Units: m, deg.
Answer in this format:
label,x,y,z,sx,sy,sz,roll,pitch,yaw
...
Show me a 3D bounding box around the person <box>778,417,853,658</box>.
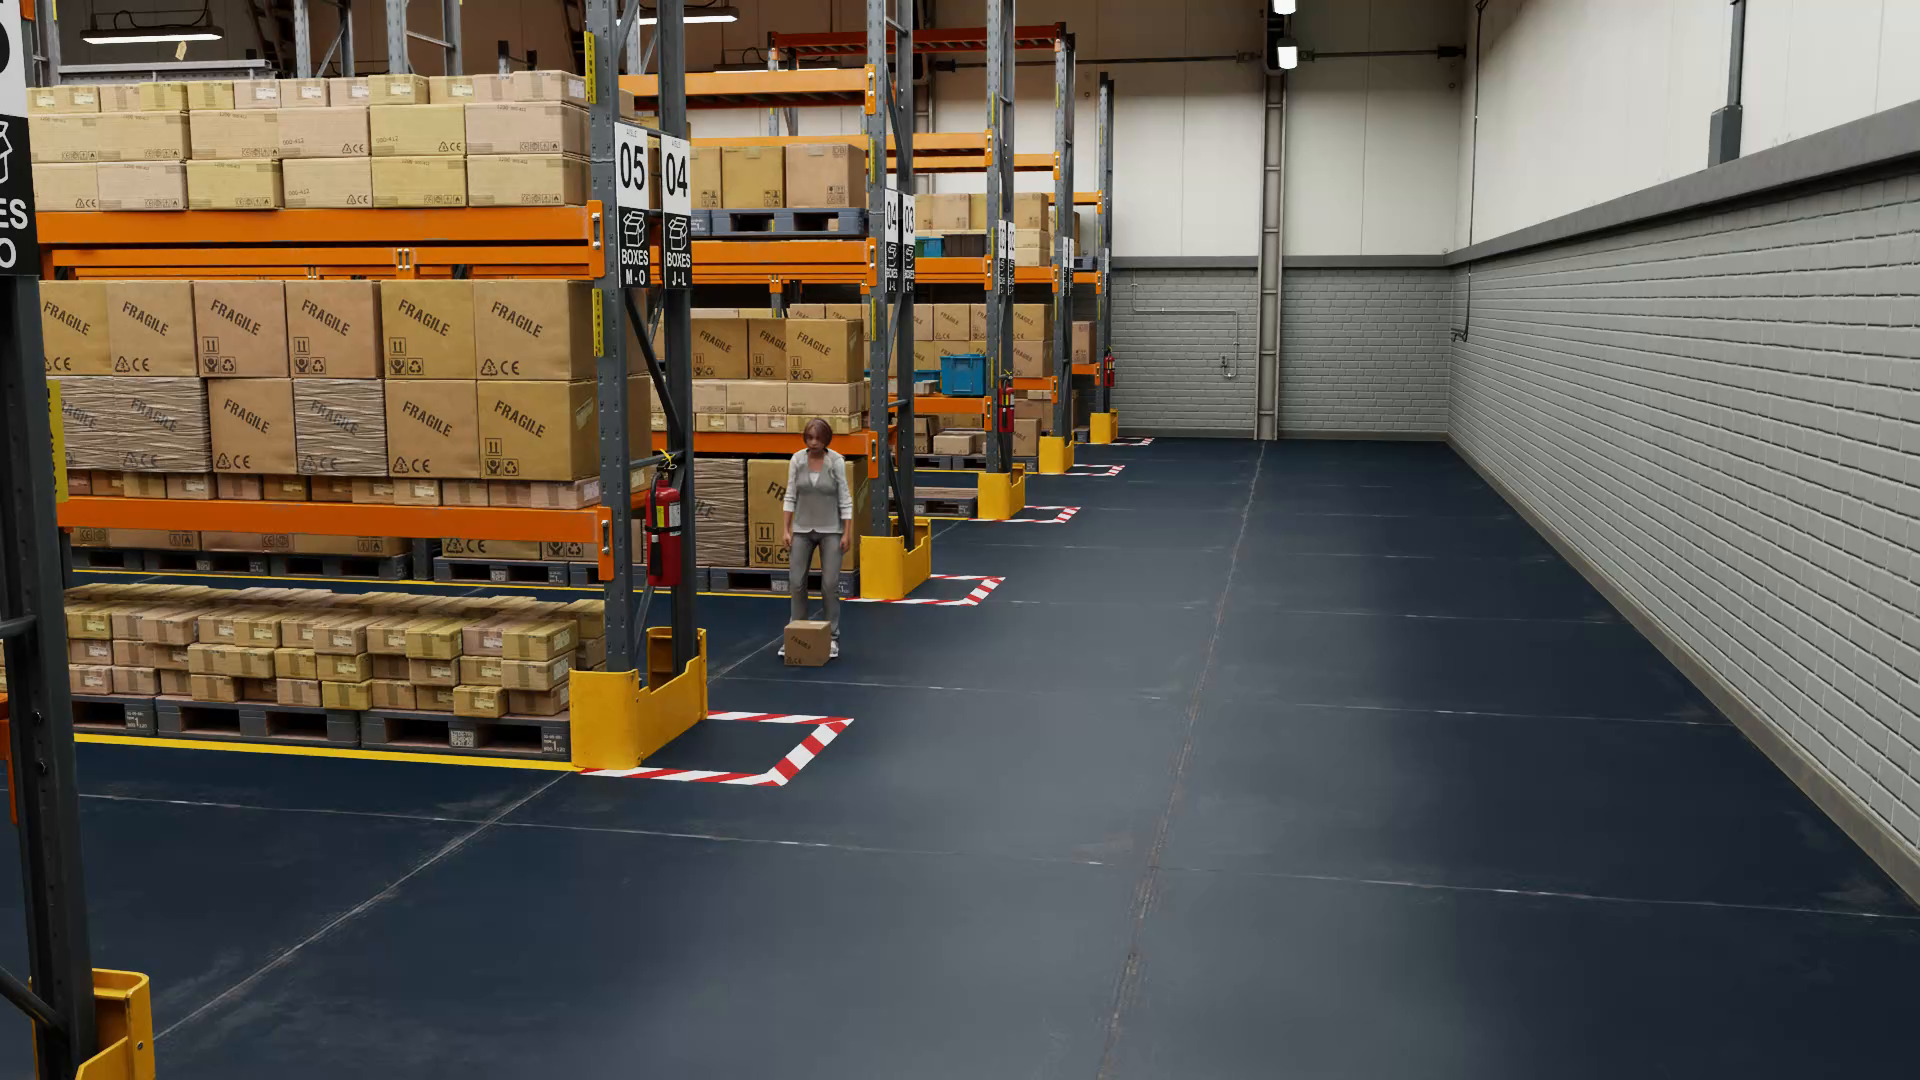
label,x,y,z,sx,sy,sz,roll,pitch,yaw
person,-0.953,-0.023,11.027,0.483,1.591,0.348,1,8,8
